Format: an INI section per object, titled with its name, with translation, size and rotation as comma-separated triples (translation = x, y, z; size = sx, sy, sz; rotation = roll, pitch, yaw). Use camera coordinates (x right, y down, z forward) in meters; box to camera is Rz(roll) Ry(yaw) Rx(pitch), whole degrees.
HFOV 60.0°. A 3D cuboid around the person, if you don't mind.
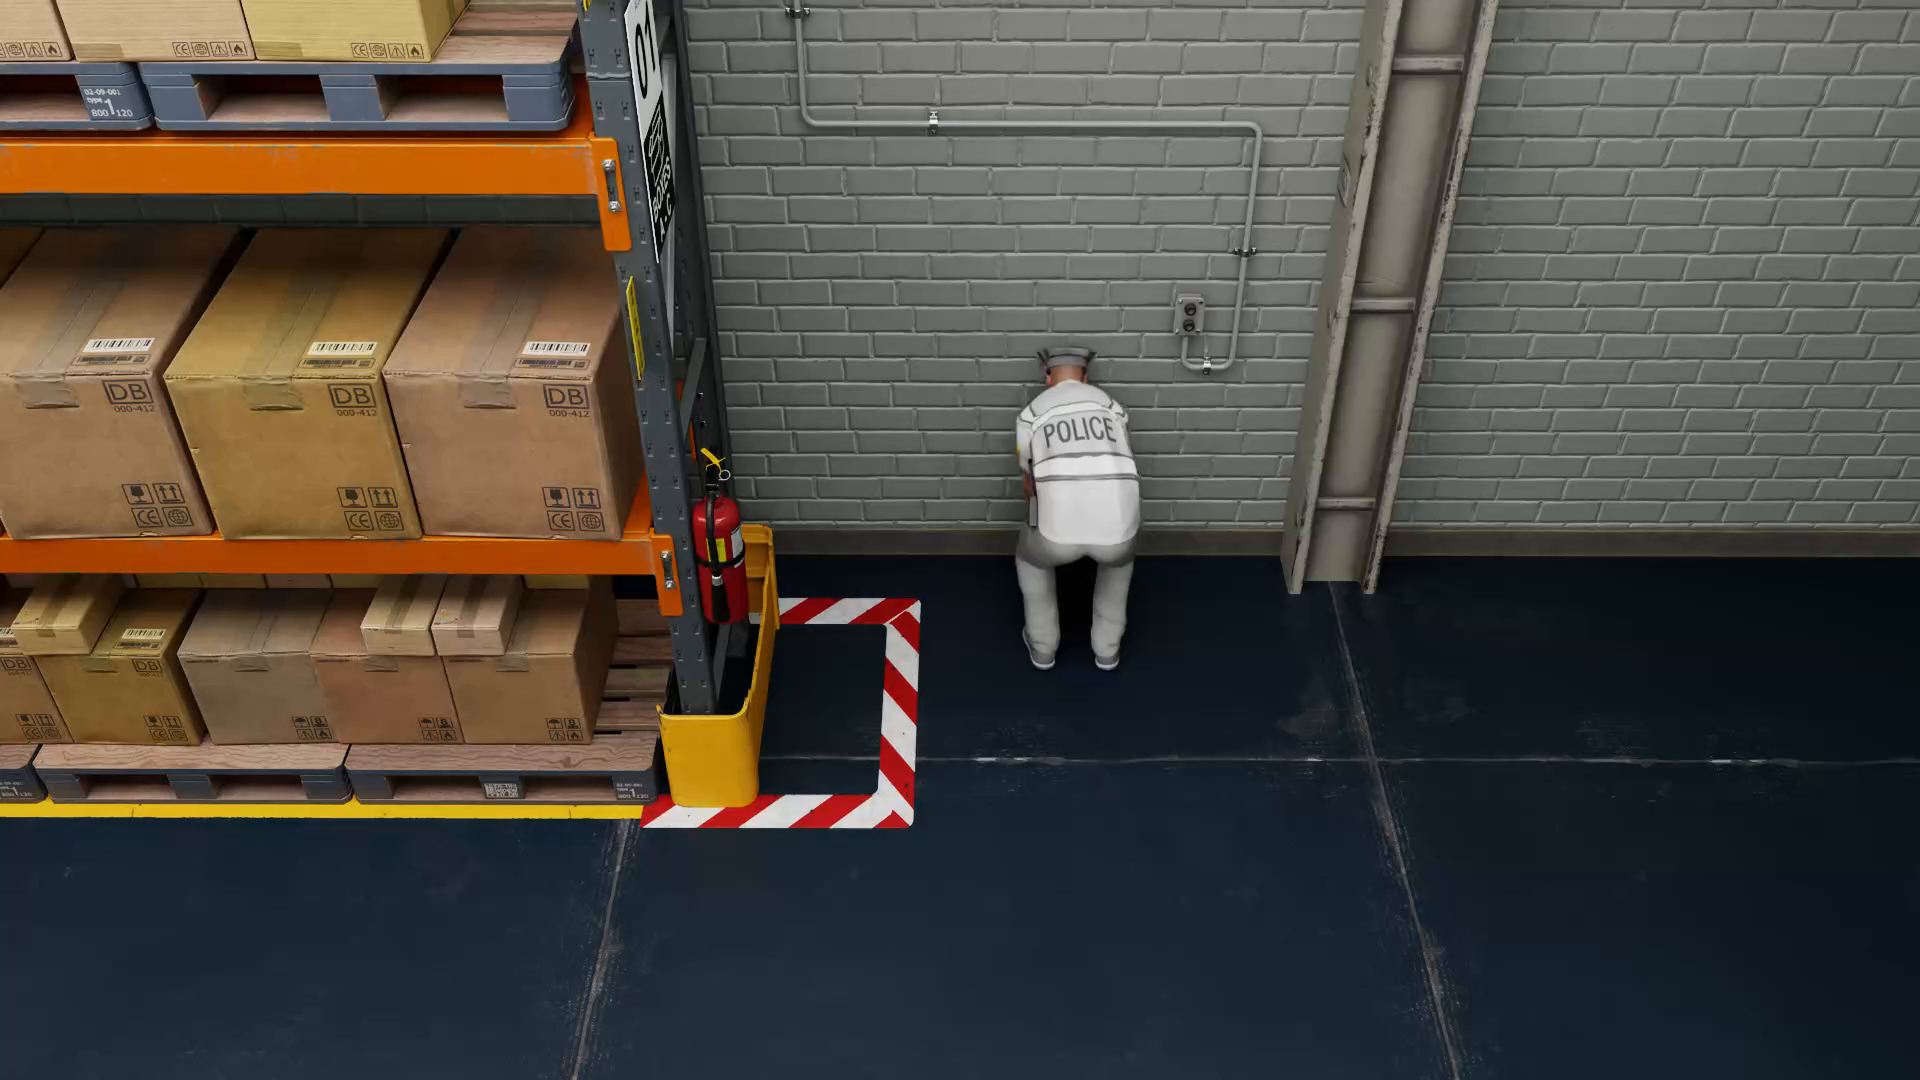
[person]
translation = 0.489, -0.126, 7.090
size = 0.518, 1.214, 1.022
rotation = -2, 39, -2
